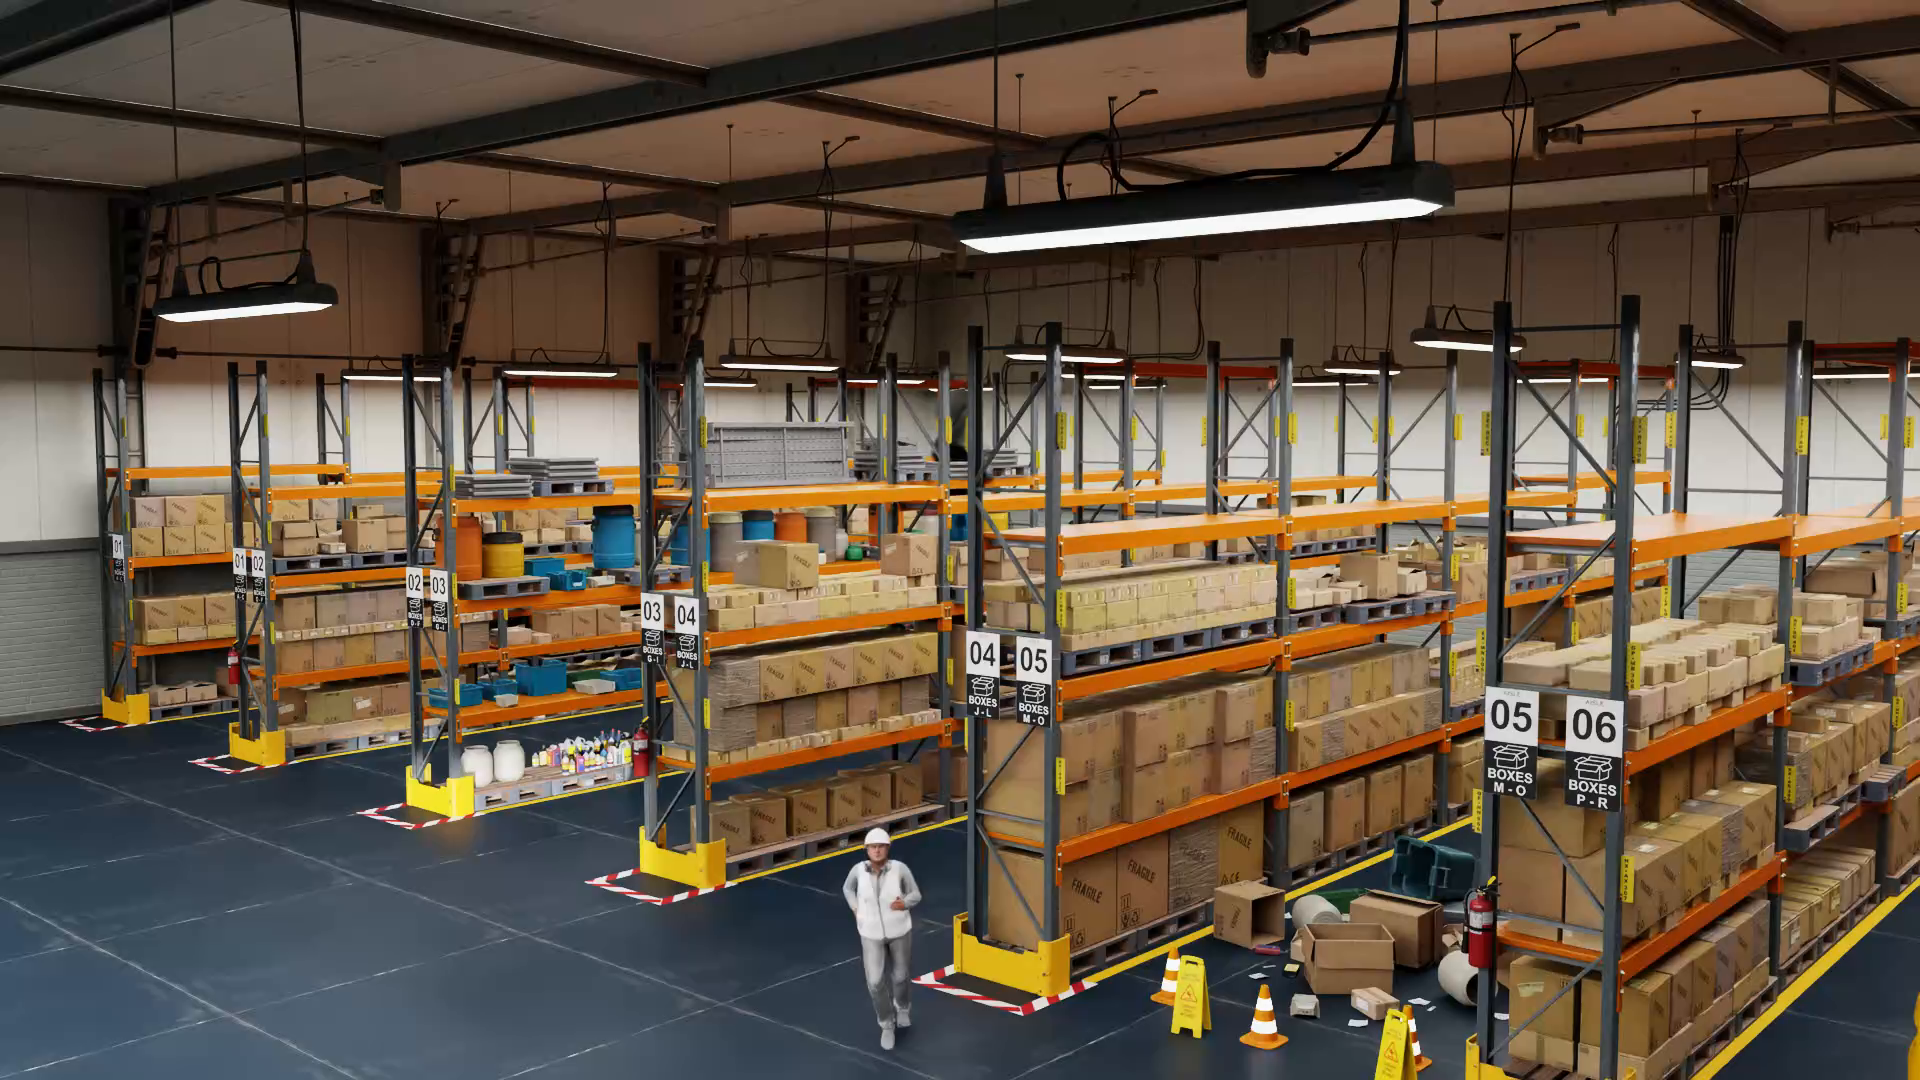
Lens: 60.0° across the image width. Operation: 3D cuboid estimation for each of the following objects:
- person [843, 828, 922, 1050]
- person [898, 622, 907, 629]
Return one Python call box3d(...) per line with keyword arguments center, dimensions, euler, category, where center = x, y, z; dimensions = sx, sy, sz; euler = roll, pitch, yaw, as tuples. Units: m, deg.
box3d(center=(-0.644, 3.280, 13.779), dimensions=(0.657, 1.816, 0.734), euler=(0, 4, -3), category="person")
box3d(center=(-1.279, 1.775, 31.294), dimensions=(0.565, 1.621, 0.475), euler=(3, 5, 38), category="person")
